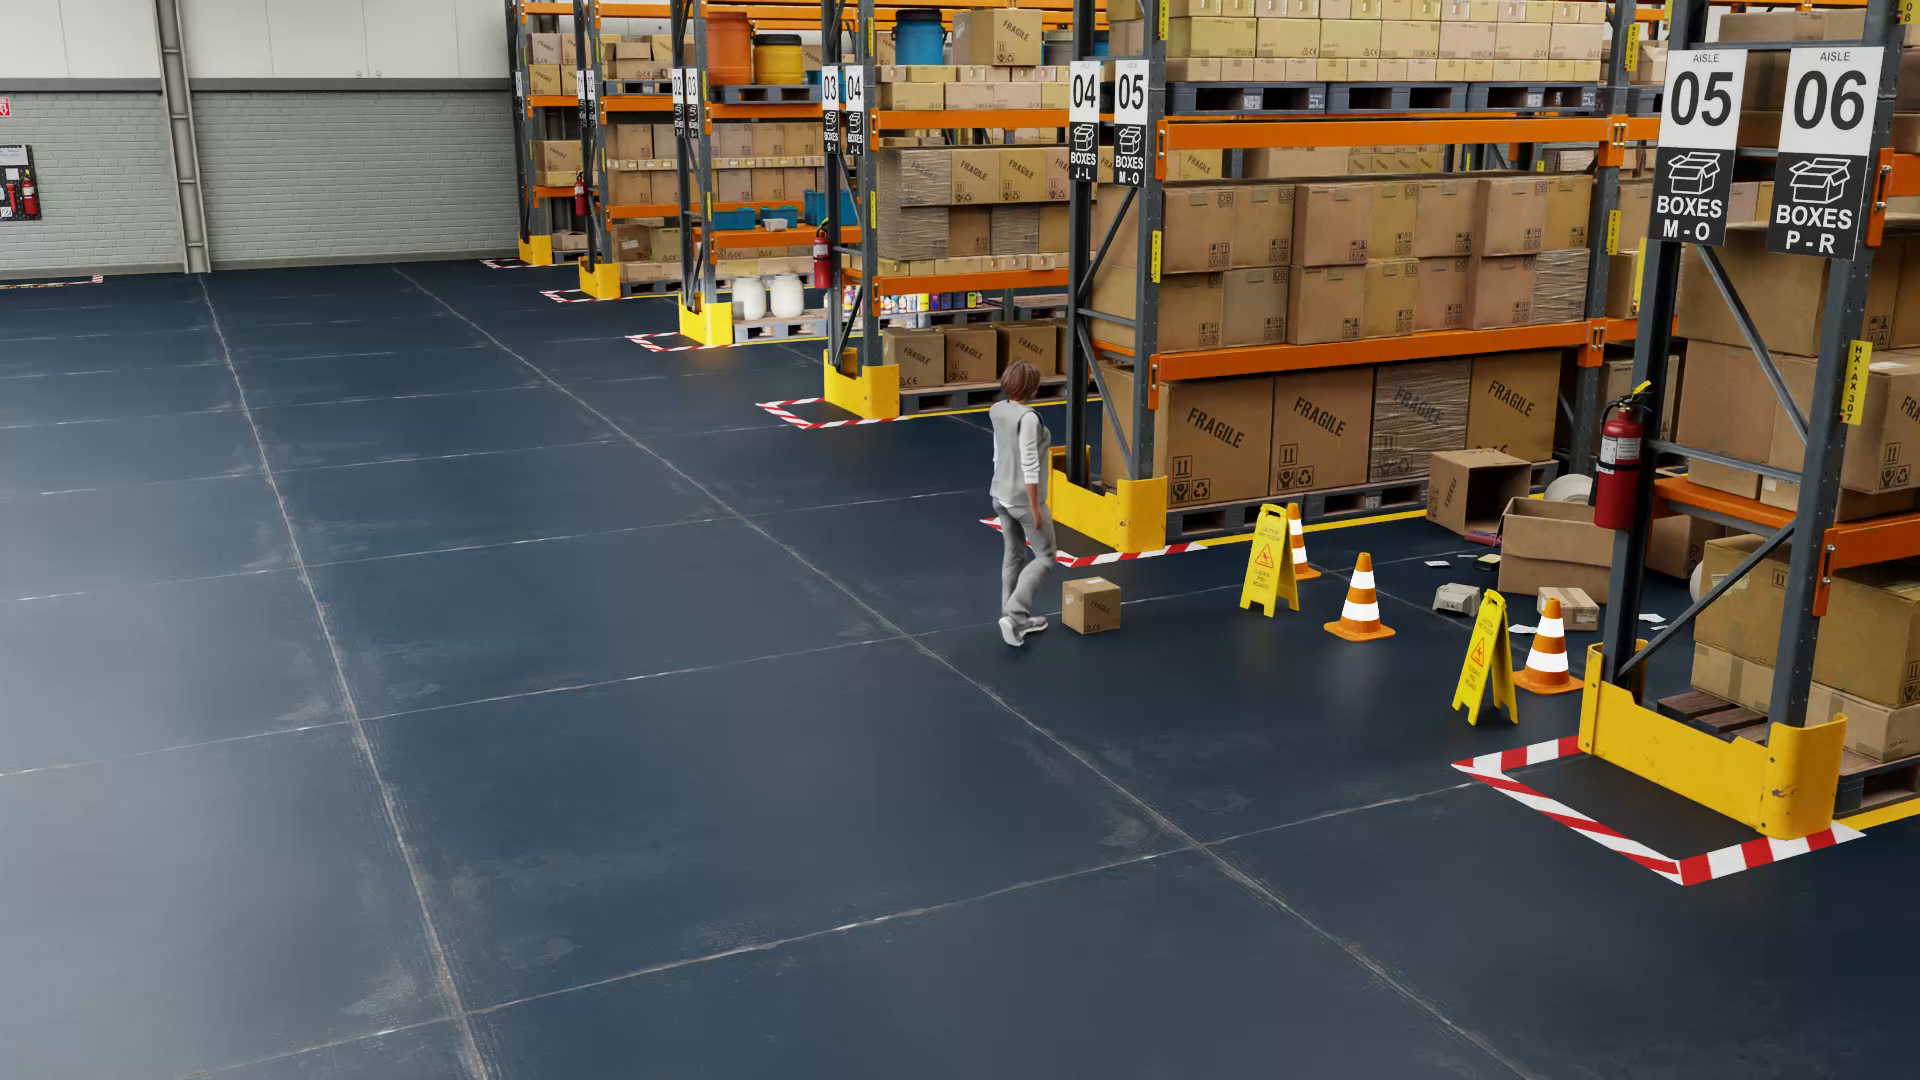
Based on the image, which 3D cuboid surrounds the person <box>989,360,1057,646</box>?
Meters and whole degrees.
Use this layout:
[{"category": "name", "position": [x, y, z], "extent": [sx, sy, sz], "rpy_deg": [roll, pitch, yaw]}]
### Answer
[{"category": "person", "position": [0.329, -0.216, 9.299], "extent": [0.467, 1.585, 0.444], "rpy_deg": [-10, 18, -32]}]
